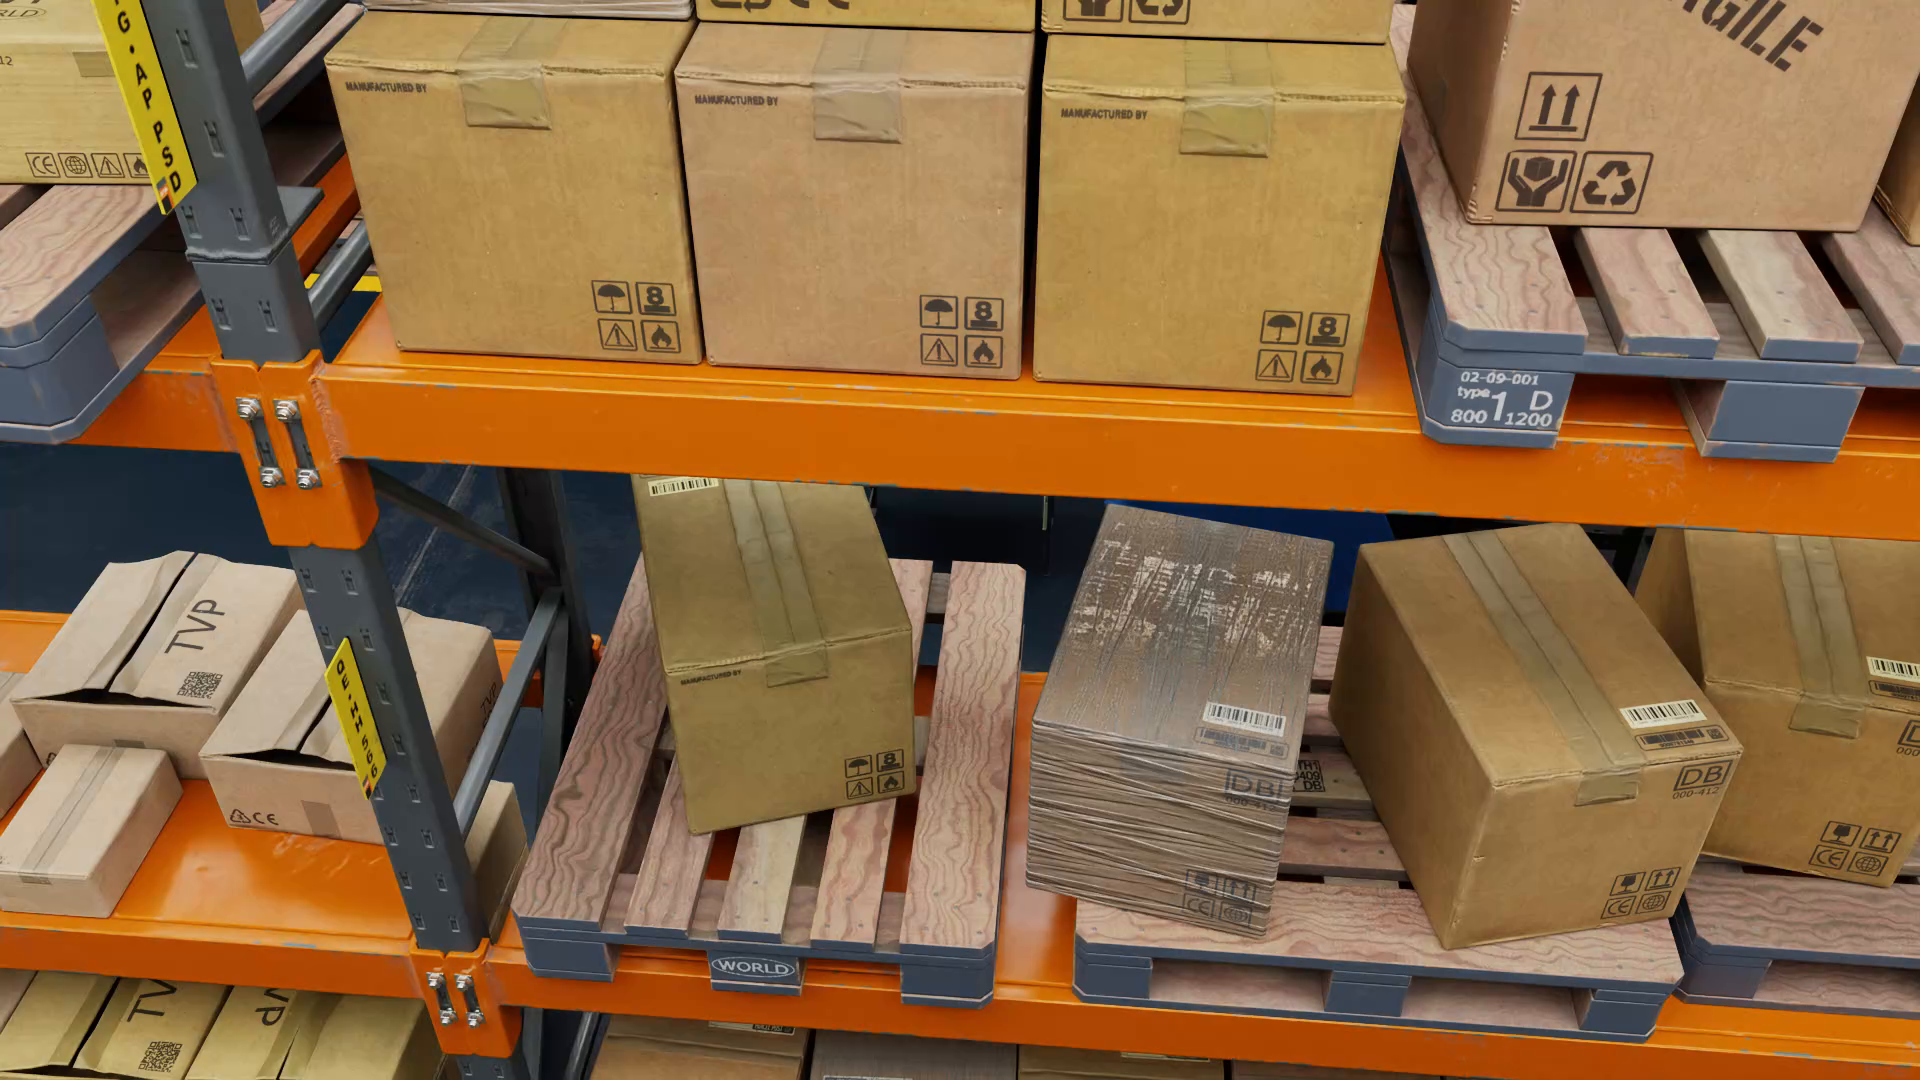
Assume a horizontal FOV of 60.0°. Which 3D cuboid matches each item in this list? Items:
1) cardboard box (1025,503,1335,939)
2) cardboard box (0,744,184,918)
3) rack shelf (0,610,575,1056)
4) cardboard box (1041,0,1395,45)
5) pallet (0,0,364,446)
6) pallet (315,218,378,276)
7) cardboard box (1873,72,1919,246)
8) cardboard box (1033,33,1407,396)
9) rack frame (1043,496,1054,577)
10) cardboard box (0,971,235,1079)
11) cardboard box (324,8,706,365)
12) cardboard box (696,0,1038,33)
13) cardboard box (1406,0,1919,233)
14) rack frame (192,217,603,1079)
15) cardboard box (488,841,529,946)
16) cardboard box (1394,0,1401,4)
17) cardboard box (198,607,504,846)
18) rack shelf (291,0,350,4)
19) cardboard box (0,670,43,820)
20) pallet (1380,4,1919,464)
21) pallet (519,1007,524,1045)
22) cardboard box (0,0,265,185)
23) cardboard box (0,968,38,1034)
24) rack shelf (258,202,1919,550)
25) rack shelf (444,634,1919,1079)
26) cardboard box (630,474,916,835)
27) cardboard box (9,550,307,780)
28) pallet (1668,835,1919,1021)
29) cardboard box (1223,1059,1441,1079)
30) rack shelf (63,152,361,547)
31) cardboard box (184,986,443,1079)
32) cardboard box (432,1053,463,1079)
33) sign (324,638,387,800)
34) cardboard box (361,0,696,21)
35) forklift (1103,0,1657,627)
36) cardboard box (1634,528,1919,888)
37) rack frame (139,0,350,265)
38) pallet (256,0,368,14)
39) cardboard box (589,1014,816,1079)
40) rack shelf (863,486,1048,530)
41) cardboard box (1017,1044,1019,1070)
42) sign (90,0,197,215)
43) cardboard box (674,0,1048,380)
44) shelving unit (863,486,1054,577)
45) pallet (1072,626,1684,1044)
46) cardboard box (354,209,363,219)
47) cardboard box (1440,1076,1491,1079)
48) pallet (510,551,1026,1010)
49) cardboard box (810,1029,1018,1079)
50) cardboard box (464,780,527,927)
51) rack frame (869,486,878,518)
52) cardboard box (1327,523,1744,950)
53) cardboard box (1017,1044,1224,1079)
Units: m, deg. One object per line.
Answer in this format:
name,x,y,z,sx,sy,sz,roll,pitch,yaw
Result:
cardboard box,0.470,0.363,3.516,0.500,0.500,0.700,10,40,12
cardboard box,-1.981,0.654,3.770,0.250,0.149,0.380,3,39,4
rack shelf,-3.054,0.601,4.205,4.000,0.370,1.077,3,39,4
cardboard box,0.389,-1.075,2.447,0.500,0.500,0.500,3,39,4
pallet,-1.745,-0.639,2.933,1.003,0.211,1.213,5,39,6
pallet,-2.628,-1.714,8.689,1.213,0.211,1.003,3,39,4
cardboard box,1.760,-0.850,2.551,0.600,0.600,0.600,3,39,3
cardboard box,0.402,-0.712,2.793,0.500,0.500,0.910,3,39,4
rack frame,0.358,-0.562,6.252,0.023,1.500,0.400,3,39,4
cardboard box,-2.123,1.220,4.277,0.500,0.311,0.500,3,39,3
cardboard box,-0.624,-0.768,2.862,0.500,0.500,0.910,3,39,4
cardboard box,-0.119,-1.103,2.482,0.500,0.500,0.500,3,39,4
cardboard box,1.099,-0.899,2.611,0.600,0.600,0.600,2,39,2
rack frame,-1.061,0.431,3.844,0.127,3.000,1.000,3,39,4
cardboard box,-1.558,1.122,4.841,0.500,0.250,0.500,3,39,4
cardboard box,1.857,-2.549,7.175,0.500,0.500,0.500,3,39,4
cardboard box,-1.420,0.419,3.930,0.500,0.311,0.500,5,39,7
rack shelf,-2.630,-2.514,8.033,4.000,0.370,1.077,3,39,4
cardboard box,-2.337,0.495,3.965,0.250,0.149,0.380,6,40,7
pallet,1.246,-0.575,2.853,1.003,0.211,1.213,3,39,4
pallet,-1.878,1.444,4.809,1.213,0.211,1.003,3,39,4
cardboard box,-1.518,-0.826,2.799,0.500,0.250,0.500,0,39,1
cardboard box,-2.626,1.190,4.313,0.500,0.311,0.500,3,39,4
rack shelf,0.931,-0.344,2.990,4.000,0.370,1.077,3,39,4
rack shelf,0.931,0.819,3.937,4.000,0.370,1.077,3,39,4
cardboard box,-0.424,0.193,3.725,0.500,0.500,0.700,-9,40,-11
cardboard box,-1.936,0.295,4.081,0.500,0.311,0.500,3,39,3
pallet,2.137,0.612,3.775,1.213,0.211,1.003,3,39,4
cardboard box,0.909,1.515,4.144,0.500,0.500,0.500,2,39,2
rack shelf,-3.054,-0.562,3.258,4.000,0.370,1.077,3,39,4
cardboard box,-1.605,1.244,4.247,0.500,0.311,0.500,4,39,5
cardboard box,-1.607,1.460,4.426,0.500,0.250,0.500,4,39,5
sign,-1.106,0.332,3.049,0.005,0.325,0.100,3,39,4
cardboard box,-0.627,-1.131,2.516,0.500,0.500,0.500,3,39,4
forklift,2.070,-0.883,5.513,3.031,2.935,1.130,7,40,8
cardboard box,1.780,0.284,3.614,0.500,0.500,0.700,9,40,11
rack frame,-1.061,-1.895,1.950,0.127,3.000,1.000,3,39,4
pallet,-2.614,-2.692,7.833,1.213,0.211,1.003,3,39,4
cardboard box,-0.633,1.435,4.243,0.500,0.500,0.500,5,39,6
rack shelf,-0.007,-0.329,6.483,0.720,0.370,0.431,3,39,4
cardboard box,0.406,1.162,4.578,0.500,0.500,0.500,2,39,2
sign,-1.118,-0.615,2.280,0.005,0.325,0.100,3,39,4
cardboard box,-0.116,-0.740,2.828,0.500,0.500,0.910,3,39,4
shelving unit,-0.007,-0.582,6.277,0.755,1.500,0.431,3,39,4
pallet,0.876,0.609,3.778,1.213,0.211,1.003,3,39,4
cardboard box,-2.864,-2.024,8.492,0.500,0.500,0.700,4,39,4
cardboard box,1.416,1.542,4.111,0.500,0.500,0.500,4,39,4
pallet,-0.380,0.499,3.913,1.003,0.211,1.213,3,39,4
cardboard box,-0.111,1.460,4.212,0.500,0.500,0.500,2,39,2
cardboard box,-1.558,0.904,4.664,0.500,0.311,0.500,4,39,5
rack frame,-0.371,-0.602,6.301,0.023,1.500,0.400,3,39,4
cardboard box,1.158,0.390,3.483,0.500,0.500,0.700,-6,40,-8
cardboard box,0.389,1.490,4.175,0.500,0.500,0.500,3,39,3
